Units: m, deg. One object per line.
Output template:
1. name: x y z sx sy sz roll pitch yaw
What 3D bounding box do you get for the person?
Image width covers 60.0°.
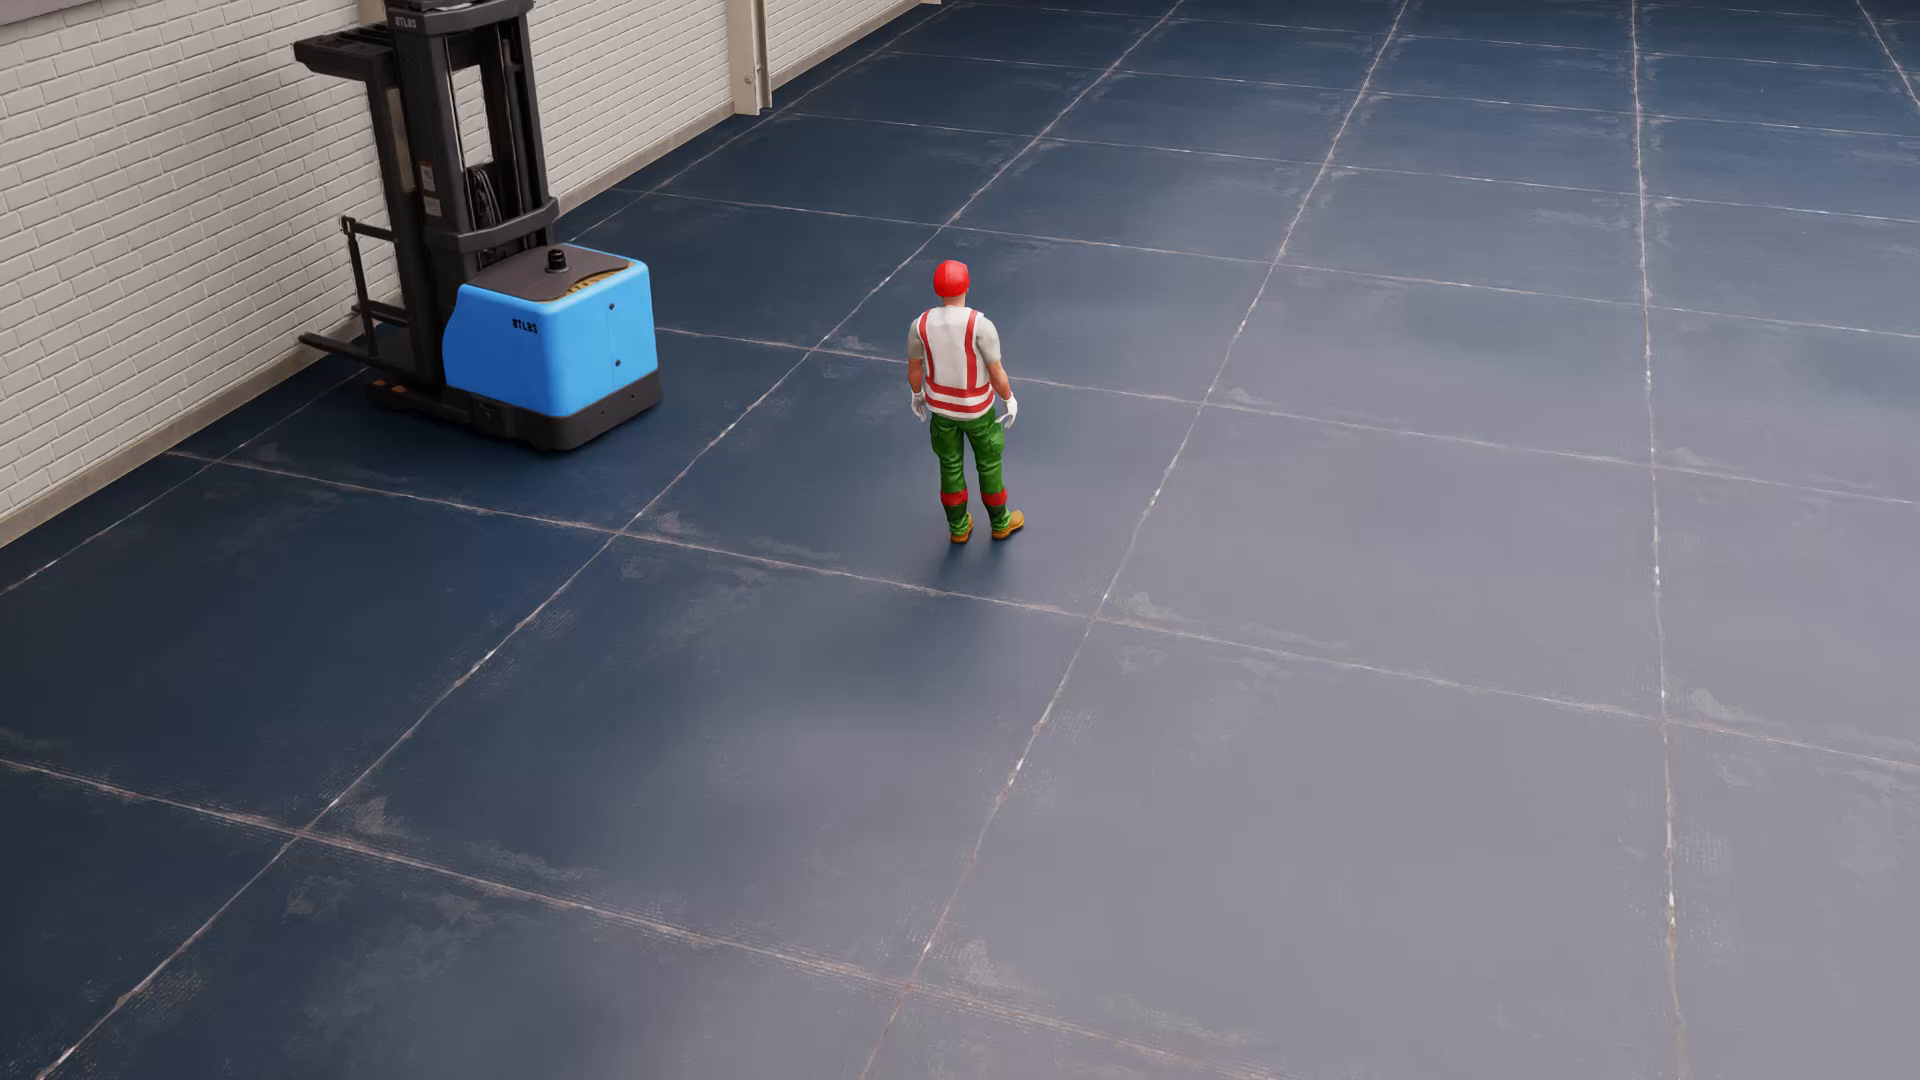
1. person: 0.038 -0.820 9.712 0.637 1.790 0.562 10 31 16

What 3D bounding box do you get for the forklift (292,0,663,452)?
1. forklift: -3.617 -2.394 11.336 3.031 2.935 1.130 17 34 27
